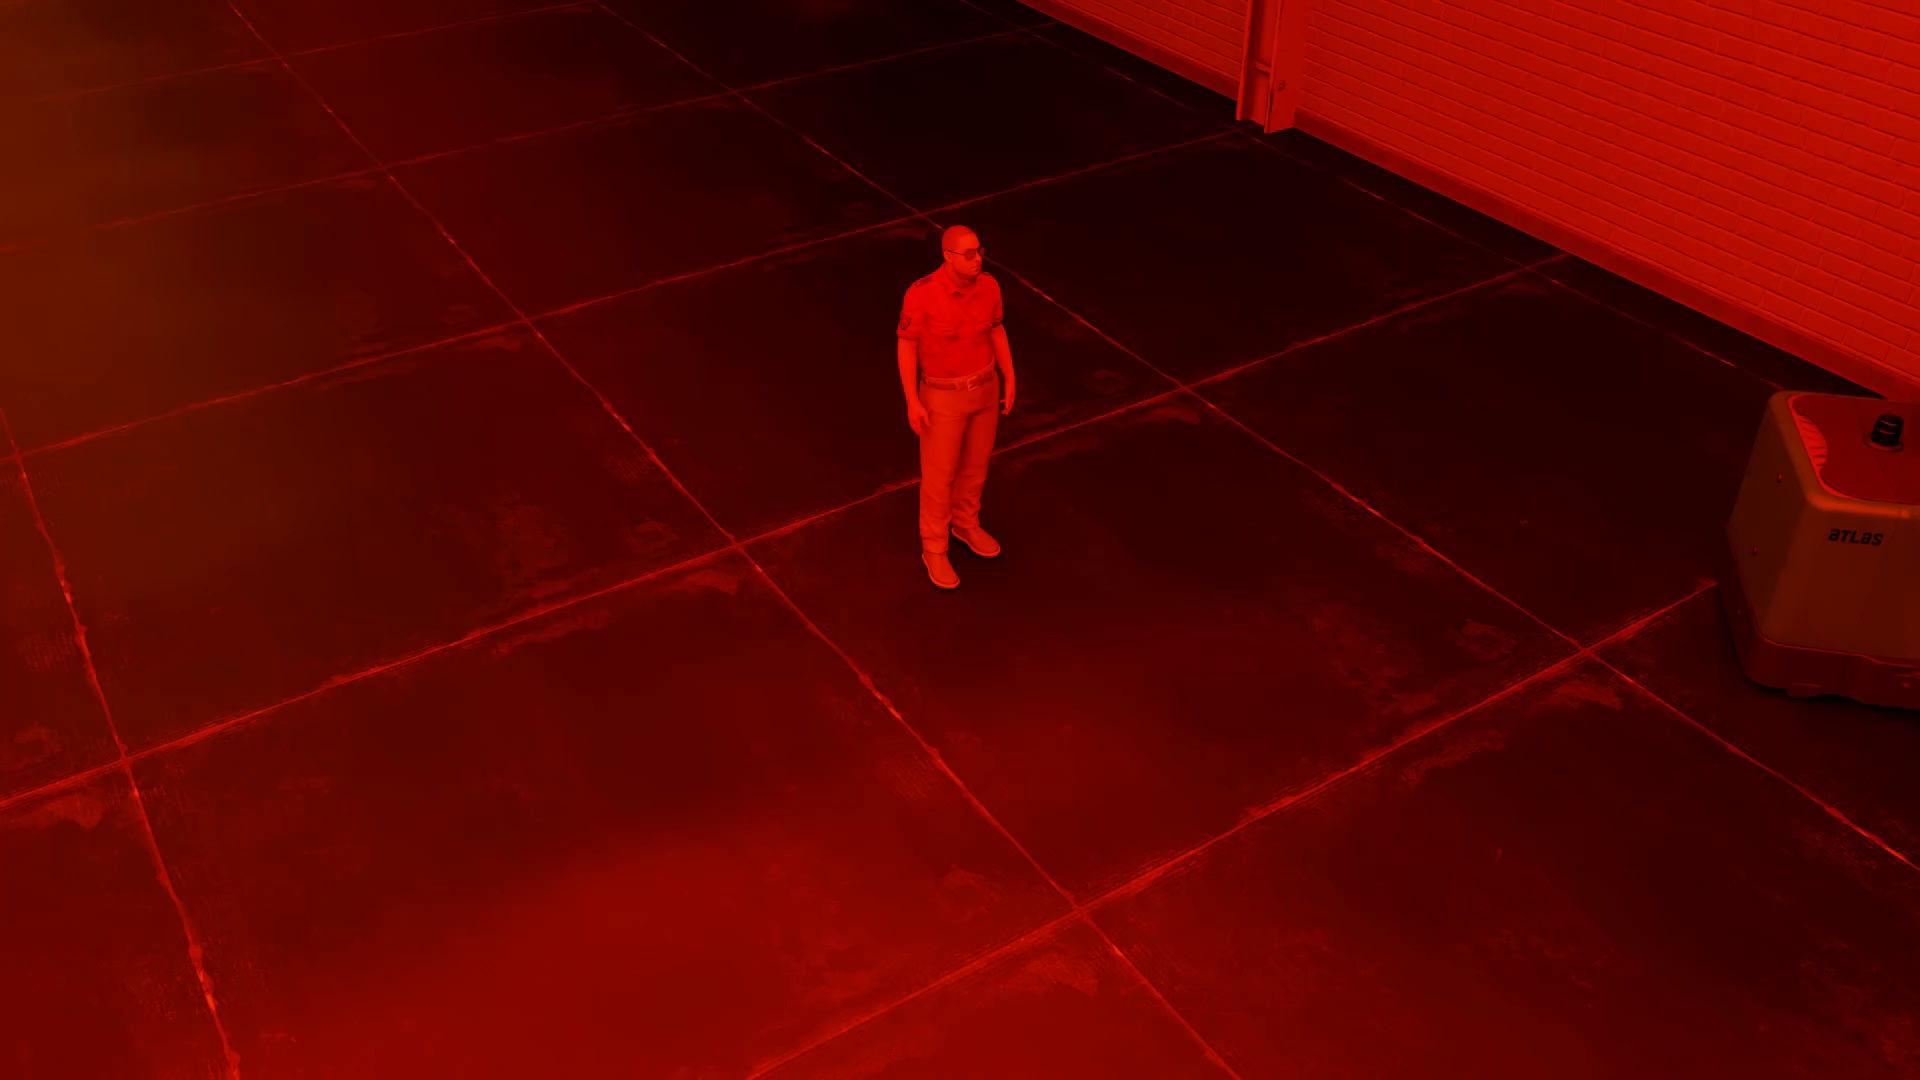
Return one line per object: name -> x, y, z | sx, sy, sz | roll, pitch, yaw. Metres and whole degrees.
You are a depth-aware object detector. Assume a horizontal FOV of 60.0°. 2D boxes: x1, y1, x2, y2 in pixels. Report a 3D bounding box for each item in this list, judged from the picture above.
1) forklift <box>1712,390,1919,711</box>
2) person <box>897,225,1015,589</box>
forklift -> 5.195, -0.599, 7.000 | 3.031, 2.935, 1.130 | 7, 36, 9
person -> 0.039, -0.666, 8.129 | 0.640, 1.727, 0.551 | -21, 40, -27
